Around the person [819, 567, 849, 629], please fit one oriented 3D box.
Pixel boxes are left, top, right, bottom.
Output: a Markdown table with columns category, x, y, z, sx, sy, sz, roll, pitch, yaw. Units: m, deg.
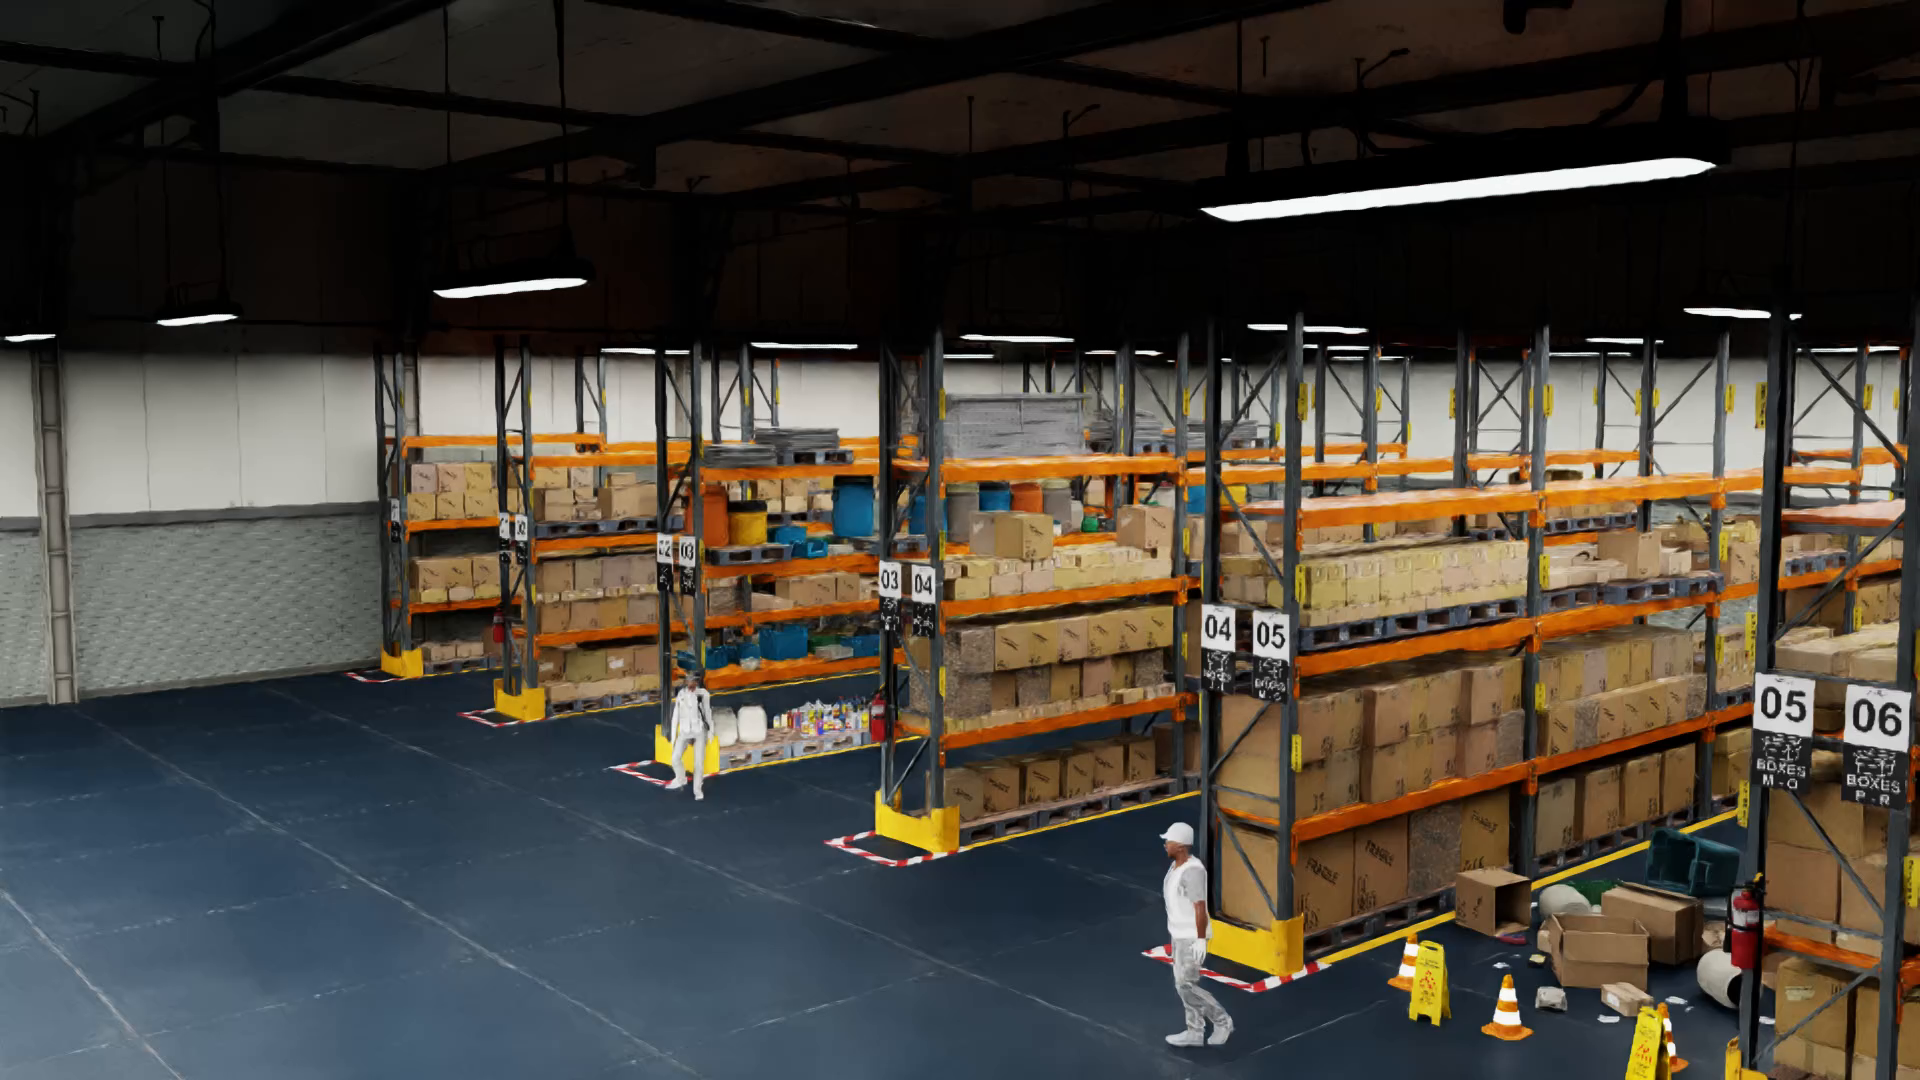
| category | x | y | z | sx | sy | sz | roll | pitch | yaw |
| --- | --- | --- | --- | --- | --- | --- | --- | --- | --- |
| person | -2.577 | 1.237 | 33.730 | 1.029 | 1.725 | 0.555 | -5 | 7 | -42 |

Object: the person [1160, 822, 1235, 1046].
| category | x | y | z | sx | sy | sz | roll | pitch | yaw |
| --- | --- | --- | --- | --- | --- | --- | --- | --- | --- |
| person | 1.847 | 3.099 | 13.044 | 0.550 | 1.778 | 0.600 | 0 | 5 | -5 |

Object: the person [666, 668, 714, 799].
| category | x | y | z | sx | sy | sz | roll | pitch | yaw |
| --- | --- | --- | --- | --- | --- | --- | --- | --- | --- |
| person | -3.448 | 2.426 | 21.044 | 0.670 | 1.663 | 0.499 | 1 | 5 | 8 |
